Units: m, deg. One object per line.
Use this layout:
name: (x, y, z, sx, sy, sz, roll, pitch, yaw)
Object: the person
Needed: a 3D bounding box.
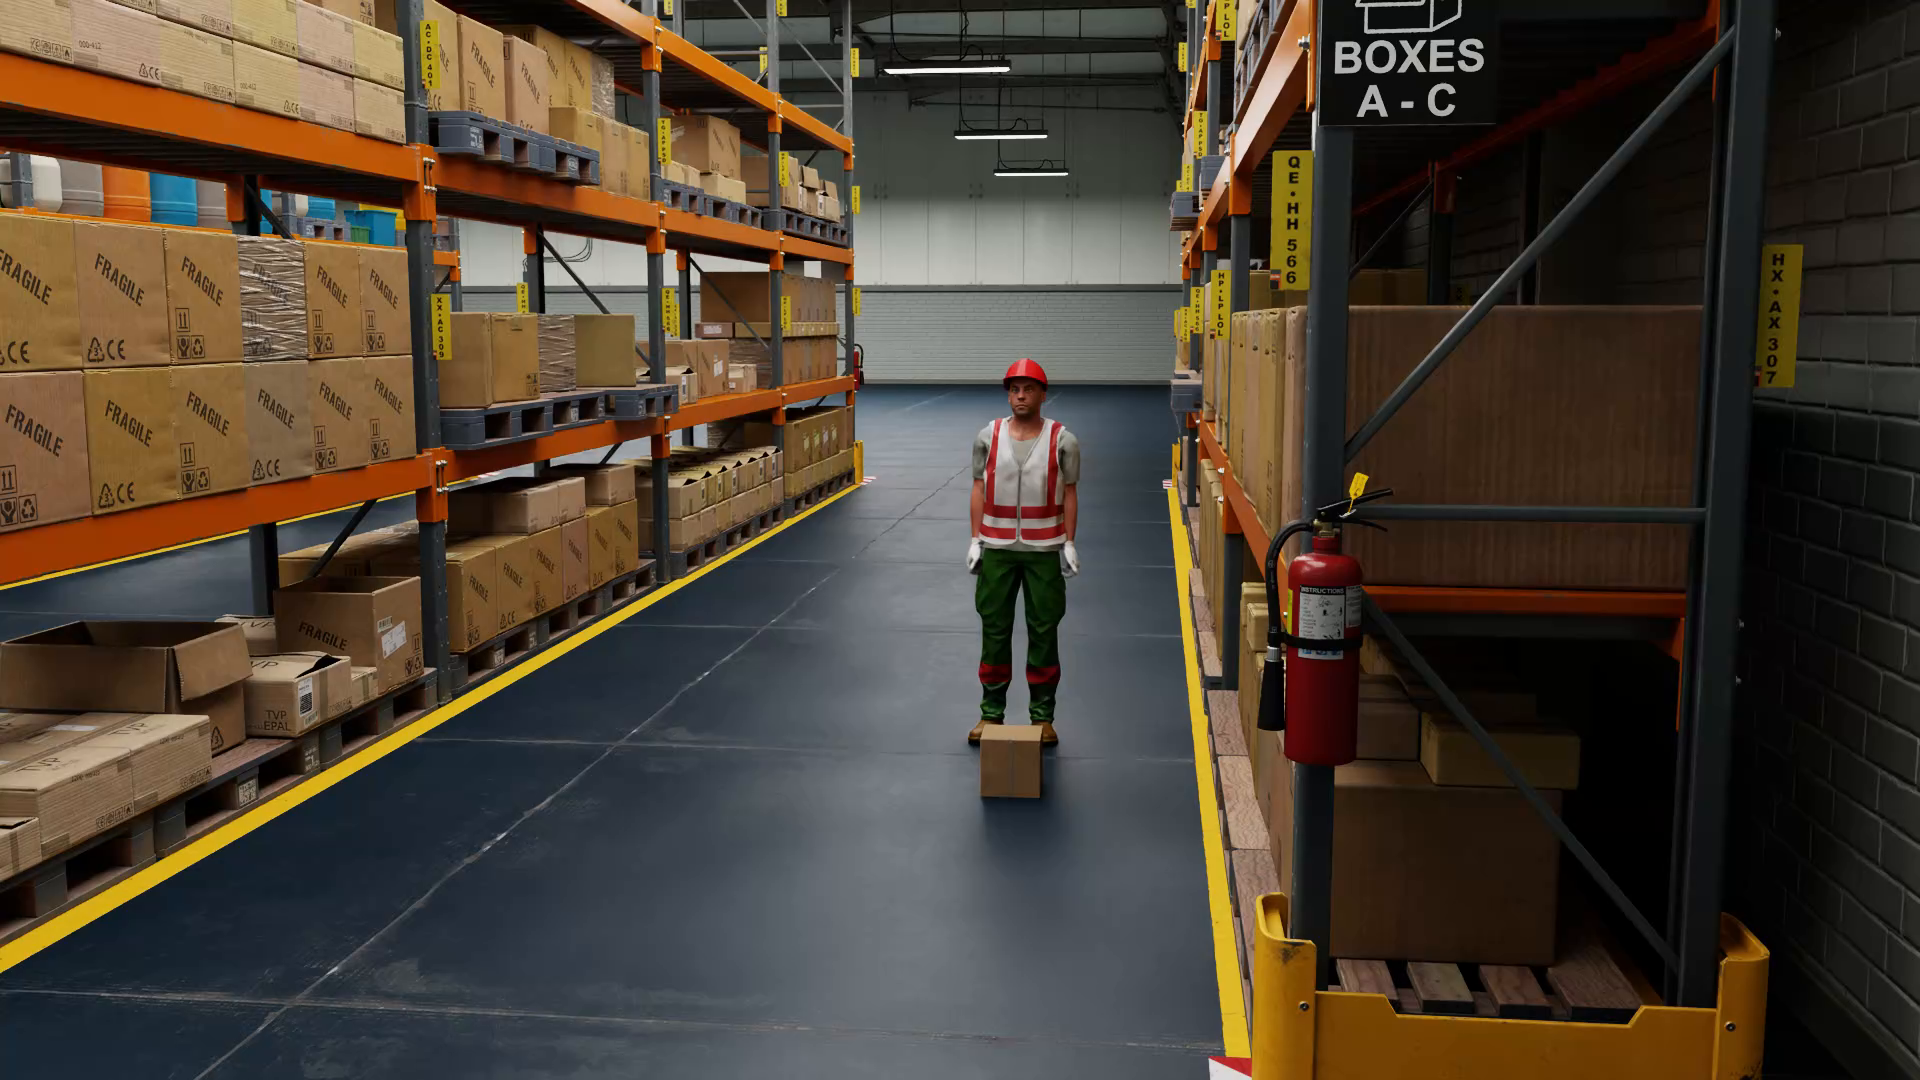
person: (0.292, 0.052, 7.783, 0.535, 1.794, 0.374, 1, 8, 7)
